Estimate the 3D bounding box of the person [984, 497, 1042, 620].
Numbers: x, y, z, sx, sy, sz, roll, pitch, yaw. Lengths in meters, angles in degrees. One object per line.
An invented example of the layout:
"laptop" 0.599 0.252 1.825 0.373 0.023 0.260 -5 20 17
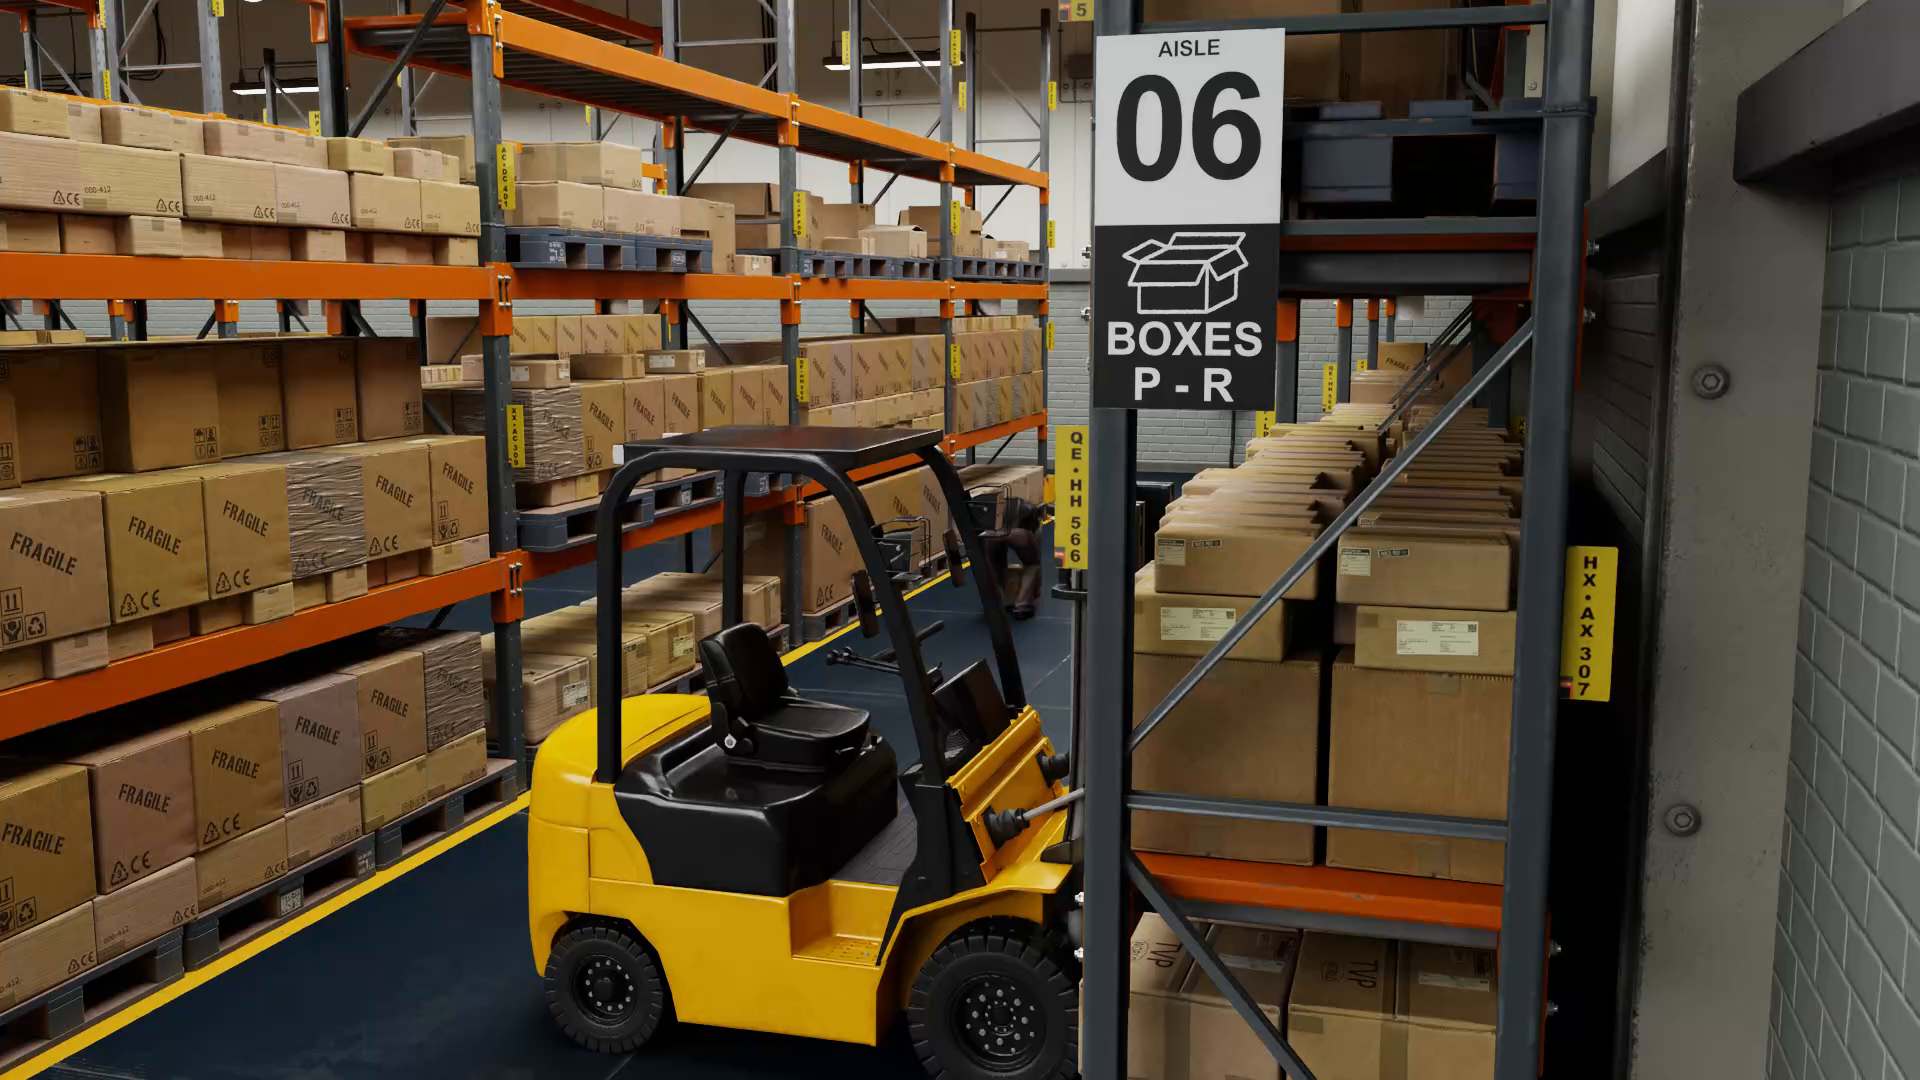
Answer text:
"person" 0.446 0.118 14.065 0.503 1.014 0.948 2 8 13
